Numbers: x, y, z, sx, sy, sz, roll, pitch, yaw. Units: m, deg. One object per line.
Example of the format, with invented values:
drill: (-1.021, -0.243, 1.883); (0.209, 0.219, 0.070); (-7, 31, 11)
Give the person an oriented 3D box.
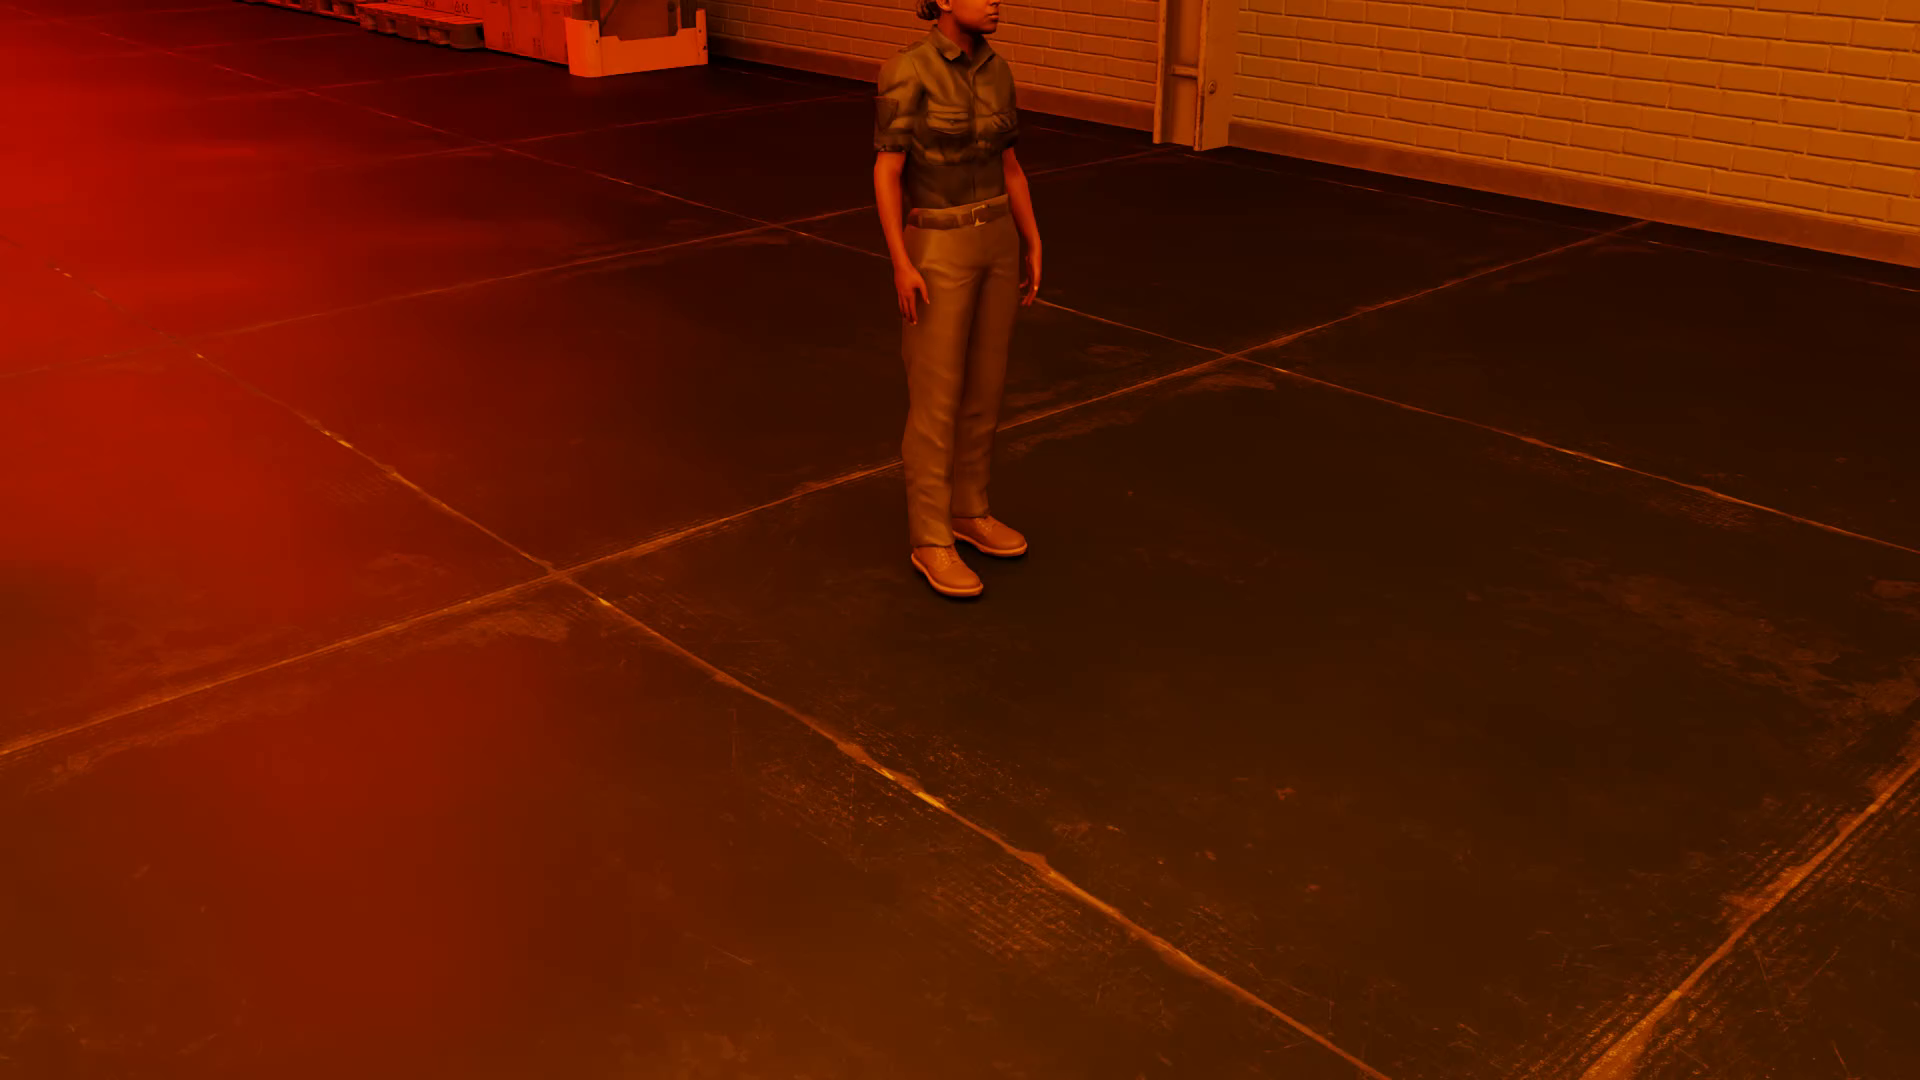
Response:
person: (0.045, -0.731, 4.517); (0.569, 1.656, 0.503); (-20, 31, -38)
